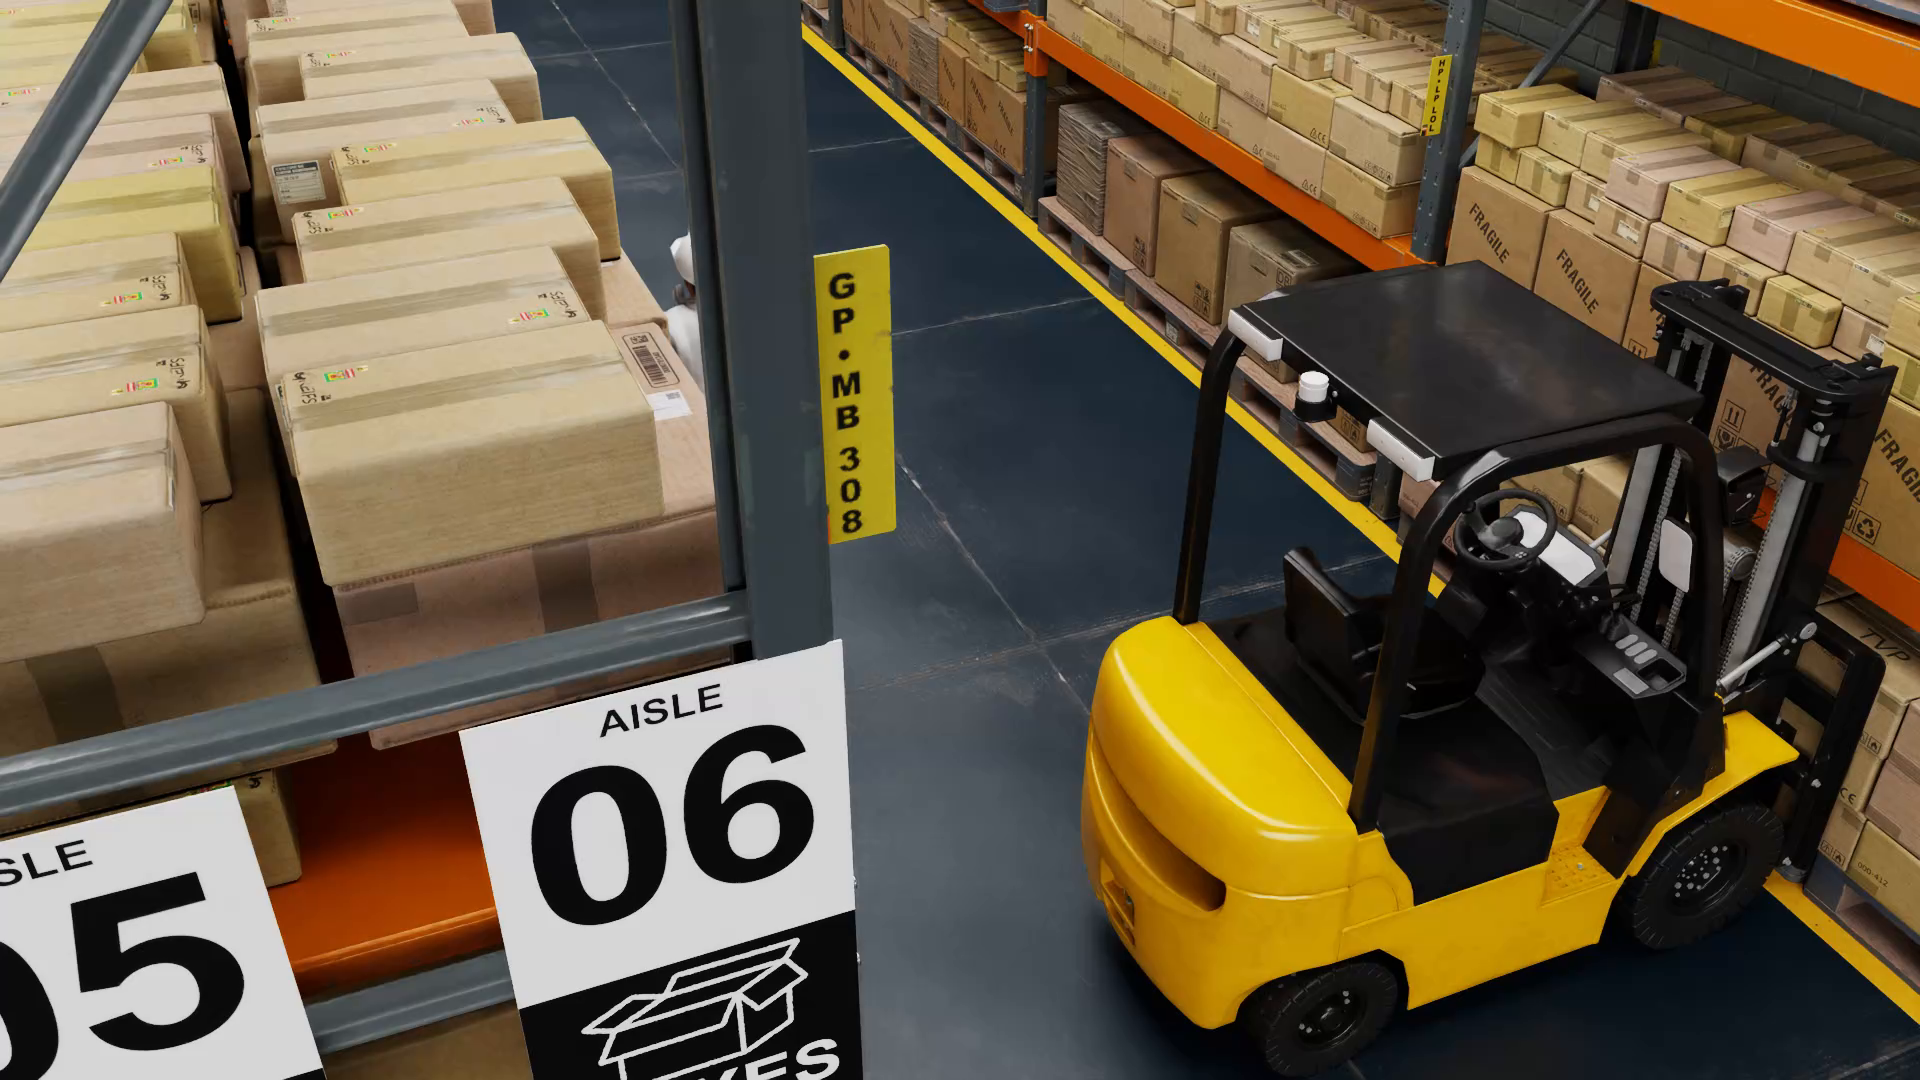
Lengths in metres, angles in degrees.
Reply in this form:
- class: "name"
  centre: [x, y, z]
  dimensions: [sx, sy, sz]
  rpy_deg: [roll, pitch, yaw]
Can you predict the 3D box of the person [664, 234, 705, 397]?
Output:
- class: "person"
  centre: [-1.038, -0.522, 6.921]
  dimensions: [0.494, 1.762, 0.564]
  rpy_deg: [-13, 35, -19]
